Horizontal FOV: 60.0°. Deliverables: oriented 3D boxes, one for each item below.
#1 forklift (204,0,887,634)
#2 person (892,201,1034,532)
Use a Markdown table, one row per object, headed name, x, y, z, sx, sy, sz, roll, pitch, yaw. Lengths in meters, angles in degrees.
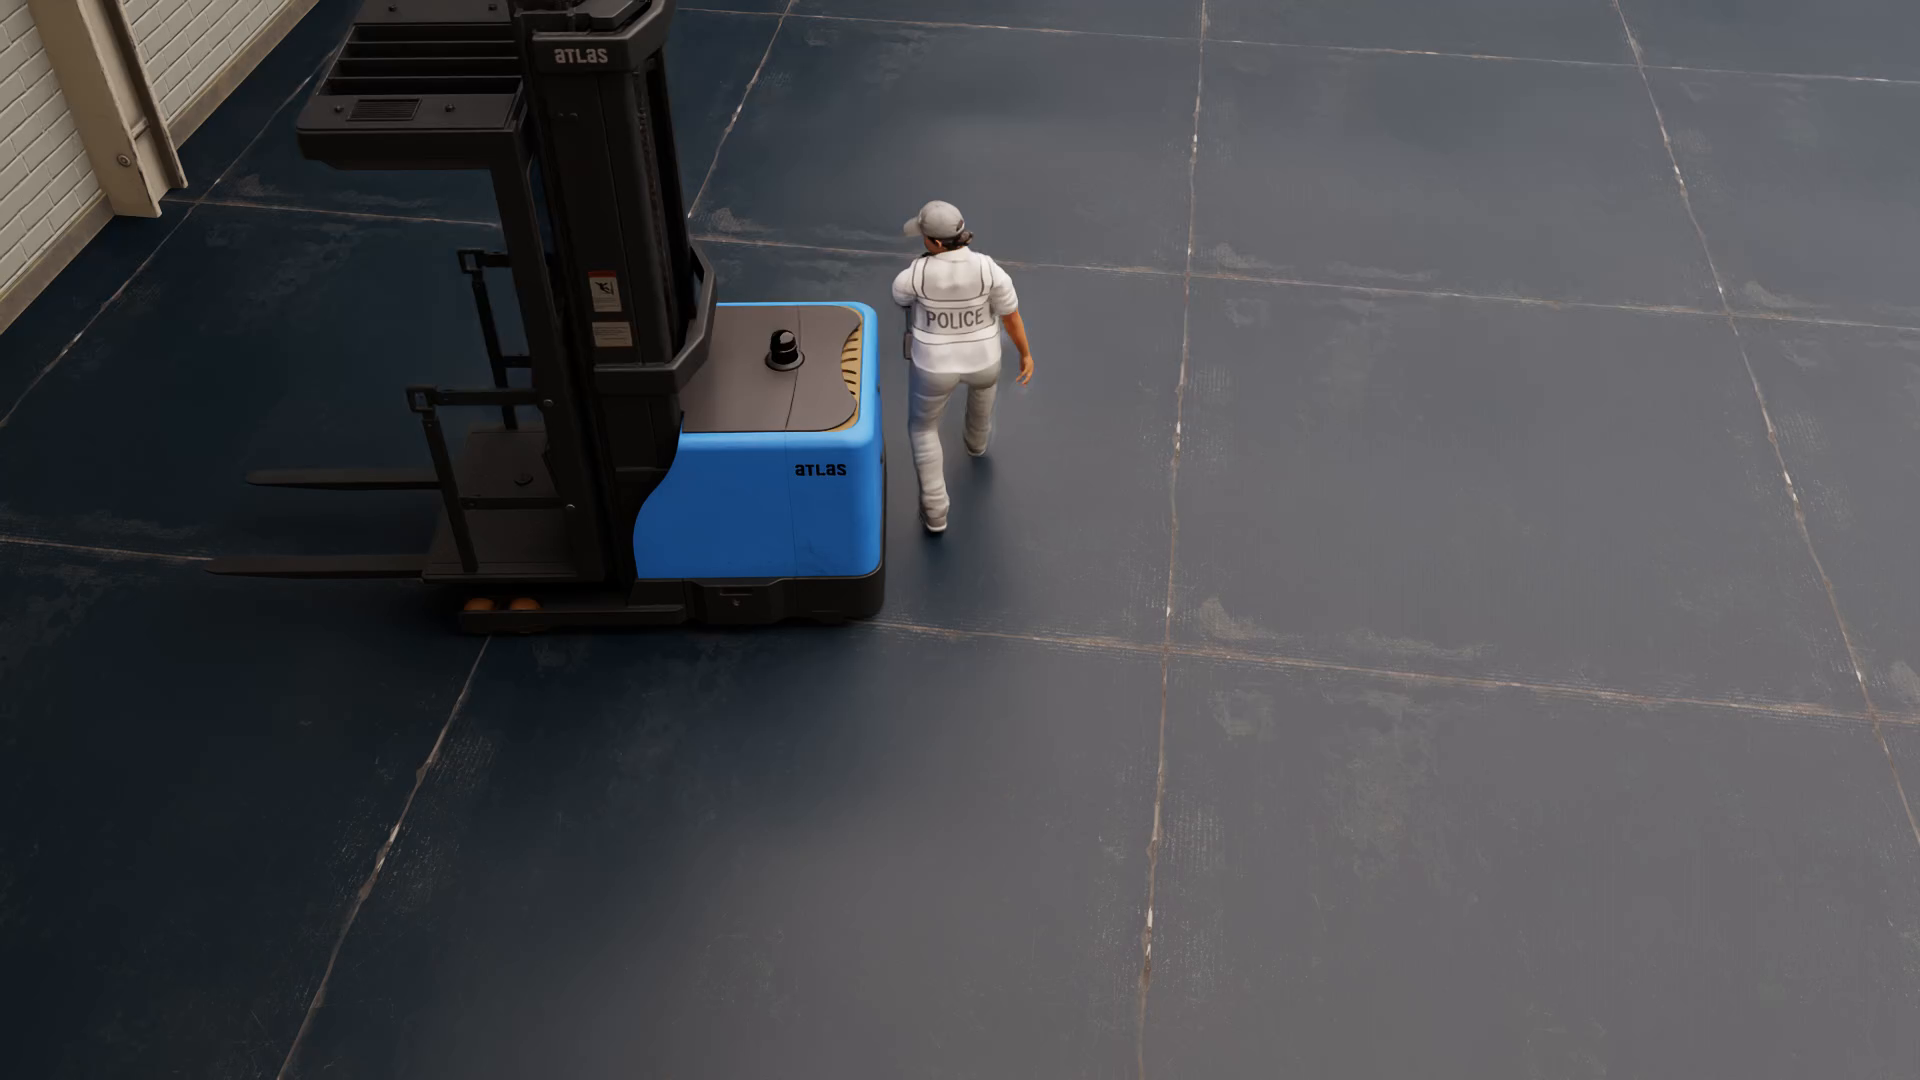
| name | x | y | z | sx | sy | sz | roll | pitch | yaw |
| --- | --- | --- | --- | --- | --- | --- | --- | --- | --- |
| forklift | -1.864 | -1.023 | 6.838 | 3.031 | 2.935 | 1.130 | -1 | 43 | -1 |
| person | 0.007 | -0.893 | 7.704 | 0.628 | 1.599 | 0.815 | -8 | 43 | -9 |
